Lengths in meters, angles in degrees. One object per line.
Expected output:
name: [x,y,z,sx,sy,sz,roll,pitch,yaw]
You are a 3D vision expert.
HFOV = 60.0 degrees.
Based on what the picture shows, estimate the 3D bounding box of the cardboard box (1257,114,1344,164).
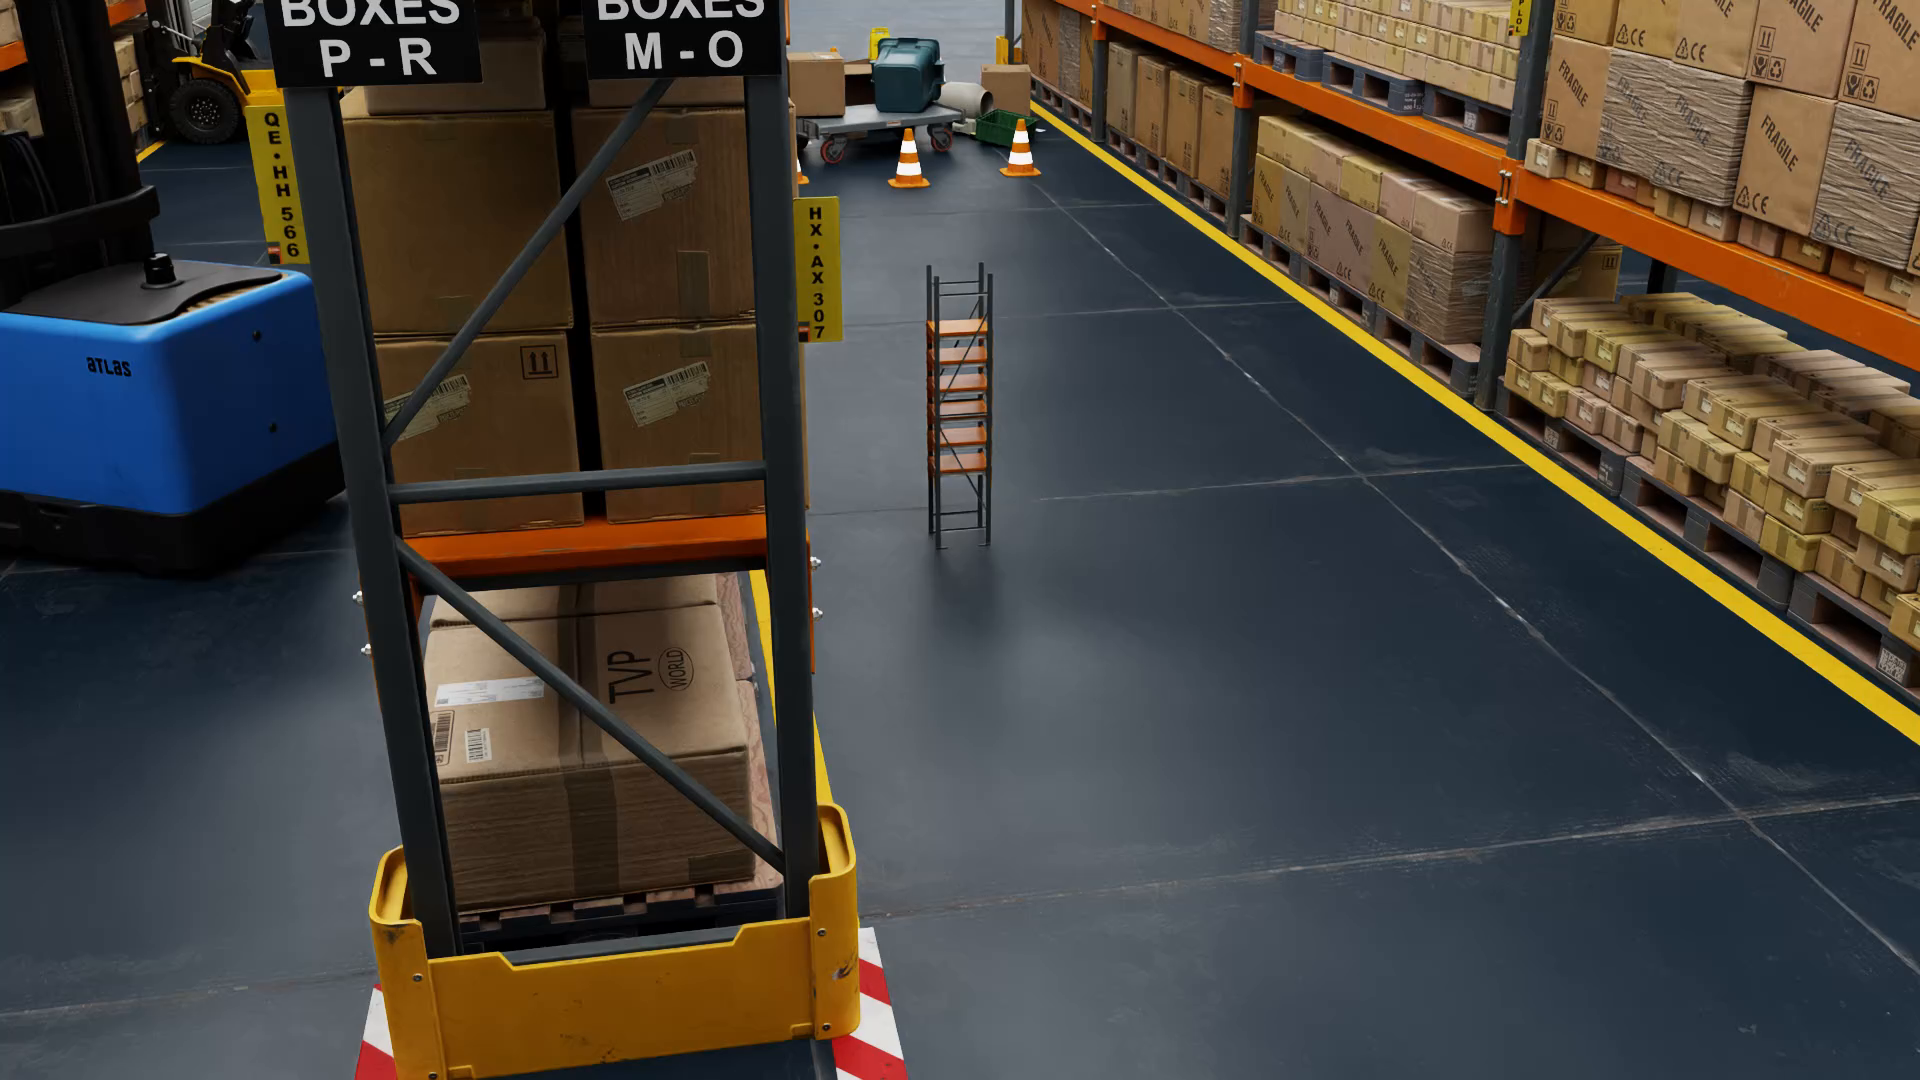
cardboard box: [2.395,-2.780,11.528,0.500,0.250,0.500,-5,24,-12]

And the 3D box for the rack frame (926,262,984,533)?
rack frame: [-0.020,-0.592,7.105,0.240,1.200,0.006,-4,24,-10]

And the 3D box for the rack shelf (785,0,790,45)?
rack shelf: [-1.231,-1.957,5.134,1.077,0.370,4.000,-4,24,-10]

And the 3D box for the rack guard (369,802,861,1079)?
rack guard: [-0.856,1.030,4.268,1.175,0.500,0.348,-4,24,-10]

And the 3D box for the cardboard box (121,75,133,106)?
cardboard box: [-7.838,-4.049,15.059,0.500,0.250,0.500,-4,24,-10]

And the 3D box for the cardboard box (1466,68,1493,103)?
cardboard box: [2.929,-2.426,8.846,0.380,0.149,0.250,-4,24,-9]

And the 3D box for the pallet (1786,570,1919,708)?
pallet: [3.856,0.394,6.083,1.003,0.211,1.213,-4,24,-10]

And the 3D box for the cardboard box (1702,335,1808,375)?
cardboard box: [3.678,-0.840,7.719,0.380,0.149,0.250,-4,24,-8]

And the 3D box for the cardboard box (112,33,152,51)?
cardboard box: [-8.016,-4.684,15.889,0.500,0.250,0.500,-5,24,-11]

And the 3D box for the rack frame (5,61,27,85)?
rack frame: [-7.957,-4.477,13.752,1.000,3.000,0.127,-4,24,-10]

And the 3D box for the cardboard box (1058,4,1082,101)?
cardboard box: [1.548,-5.077,17.257,0.875,0.875,0.875,-4,24,-9]

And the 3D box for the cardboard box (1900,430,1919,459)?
cardboard box: [3.963,-0.331,6.553,0.380,0.149,0.250,-3,24,-8]

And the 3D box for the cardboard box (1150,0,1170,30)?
cardboard box: [1.877,-4.475,13.625,0.500,0.500,0.500,-4,24,-9]

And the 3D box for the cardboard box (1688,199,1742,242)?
cardboard box: [3.268,-1.340,6.883,0.380,0.149,0.250,-3,24,-7]

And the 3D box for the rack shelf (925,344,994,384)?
rack shelf: [-0.003,-0.735,6.945,0.258,0.103,0.180,-4,24,-10]

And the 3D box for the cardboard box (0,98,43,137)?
cardboard box: [-7.714,-3.071,12.975,0.875,0.625,0.625,-5,24,-10]

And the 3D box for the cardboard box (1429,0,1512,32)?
cardboard box: [2.834,-2.909,9.208,0.380,0.149,0.250,-4,24,-10]

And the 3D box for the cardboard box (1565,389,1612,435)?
cardboard box: [3.143,-0.625,7.971,0.380,0.149,0.250,-4,24,-10]

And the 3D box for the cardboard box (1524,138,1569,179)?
cardboard box: [2.976,-1.854,8.061,0.380,0.149,0.250,-3,24,-8]

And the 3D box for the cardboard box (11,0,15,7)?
cardboard box: [-7.513,-4.261,12.821,0.500,0.250,0.500,-5,24,-11]

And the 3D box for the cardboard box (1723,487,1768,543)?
cardboard box: [3.374,-0.114,6.800,0.380,0.149,0.250,-4,24,-9]

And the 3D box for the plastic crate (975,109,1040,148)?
plastic crate: [0.447,-3.961,16.012,0.450,0.188,0.662,17,27,13]

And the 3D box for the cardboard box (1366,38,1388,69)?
cardboard box: [2.684,-2.941,10.025,0.380,0.149,0.250,-5,24,-11]

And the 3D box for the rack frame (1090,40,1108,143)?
rack frame: [1.766,-5.251,15.526,1.000,3.000,0.127,-4,24,-10]

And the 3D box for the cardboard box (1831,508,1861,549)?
cardboard box: [3.561,-0.058,6.300,0.380,0.149,0.250,-5,24,-10]

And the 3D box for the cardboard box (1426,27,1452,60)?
cardboard box: [2.830,-2.769,9.260,0.380,0.149,0.250,-5,24,-11]

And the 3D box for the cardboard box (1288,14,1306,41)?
cardboard box: [2.440,-3.459,11.211,0.380,0.149,0.250,-3,24,-7]

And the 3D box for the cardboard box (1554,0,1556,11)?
cardboard box: [3.478,-2.952,9.308,0.380,0.149,0.250,-5,24,-10]

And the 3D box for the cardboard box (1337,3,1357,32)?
cardboard box: [2.595,-3.278,10.426,0.380,0.149,0.250,-4,24,-10]

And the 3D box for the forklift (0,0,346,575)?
forklift: [-4.379,-1.537,7.108,3.031,2.935,1.130,8,25,17]

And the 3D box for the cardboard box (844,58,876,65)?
cardboard box: [-1.007,-4.771,17.546,0.637,0.503,0.797,18,29,36]

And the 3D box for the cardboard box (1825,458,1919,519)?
cardboard box: [3.490,-0.182,6.212,0.380,0.149,0.250,-5,24,-12]

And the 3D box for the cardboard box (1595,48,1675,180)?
cardboard box: [3.188,-1.879,7.309,0.500,0.500,0.500,-4,24,-10]

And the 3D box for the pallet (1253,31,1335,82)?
pallet: [2.742,-3.318,11.338,1.213,0.211,1.003,-4,24,-10]

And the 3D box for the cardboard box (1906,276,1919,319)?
cardboard box: [3.507,-0.820,5.694,0.380,0.149,0.250,-4,24,-8]

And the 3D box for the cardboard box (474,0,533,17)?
cardboard box: [-1.331,-1.348,4.405,0.380,0.149,0.250,-4,24,-9]

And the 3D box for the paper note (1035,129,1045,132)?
paper note: [0.752,-4.089,16.572,0.142,0.020,0.147,18,29,36]

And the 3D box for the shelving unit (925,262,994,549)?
shelving unit: [-0.003,-0.556,7.023,0.258,1.200,0.189,-4,24,-10]

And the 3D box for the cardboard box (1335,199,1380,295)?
cardboard box: [2.676,-1.828,10.286,0.500,0.500,0.500,-5,24,-11]

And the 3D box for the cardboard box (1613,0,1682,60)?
cardboard box: [3.200,-2.347,7.130,0.500,0.500,0.500,-5,24,-11]

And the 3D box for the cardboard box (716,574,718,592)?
cardboard box: [-1.424,-0.110,6.431,0.875,0.438,0.875,-5,24,-11]

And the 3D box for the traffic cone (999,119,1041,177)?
traffic cone: [0.530,-3.450,14.570,0.336,0.463,0.334,-4,24,-10]

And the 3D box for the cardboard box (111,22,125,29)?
cardboard box: [-8.698,-5.041,16.706,0.500,0.250,0.500,-4,24,-10]

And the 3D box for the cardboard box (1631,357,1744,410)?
cardboard box: [3.231,-0.697,7.392,0.380,0.149,0.250,-4,24,-9]

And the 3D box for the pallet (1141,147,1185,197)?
pallet: [2.212,-3.195,14.301,1.003,0.211,1.213,-4,24,-10]

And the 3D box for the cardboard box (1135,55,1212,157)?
cardboard box: [2.144,-3.796,14.479,1.050,0.750,0.750,-4,24,-10]

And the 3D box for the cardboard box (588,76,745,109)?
cardboard box: [-0.654,-1.087,3.806,0.380,0.149,0.250,-4,24,-9]

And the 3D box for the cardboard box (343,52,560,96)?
cardboard box: [-1.309,-1.005,4.429,0.500,0.500,0.500,-4,24,-10]

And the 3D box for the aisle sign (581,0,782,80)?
aisle sign: [-0.563,-1.310,3.253,0.394,0.787,0.004,-4,24,-10]

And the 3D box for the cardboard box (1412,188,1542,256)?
cardboard box: [2.859,-1.770,9.216,0.500,0.250,0.500,-5,24,-11]

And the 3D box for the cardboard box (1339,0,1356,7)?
cardboard box: [2.594,-3.419,10.377,0.380,0.149,0.250,-3,24,-7]

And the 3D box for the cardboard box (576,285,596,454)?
cardboard box: [-1.288,-0.540,4.613,0.500,0.500,0.500,-5,24,-11]

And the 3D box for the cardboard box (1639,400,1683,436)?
cardboard box: [3.288,-0.558,7.446,0.380,0.149,0.250,-3,24,-7]
